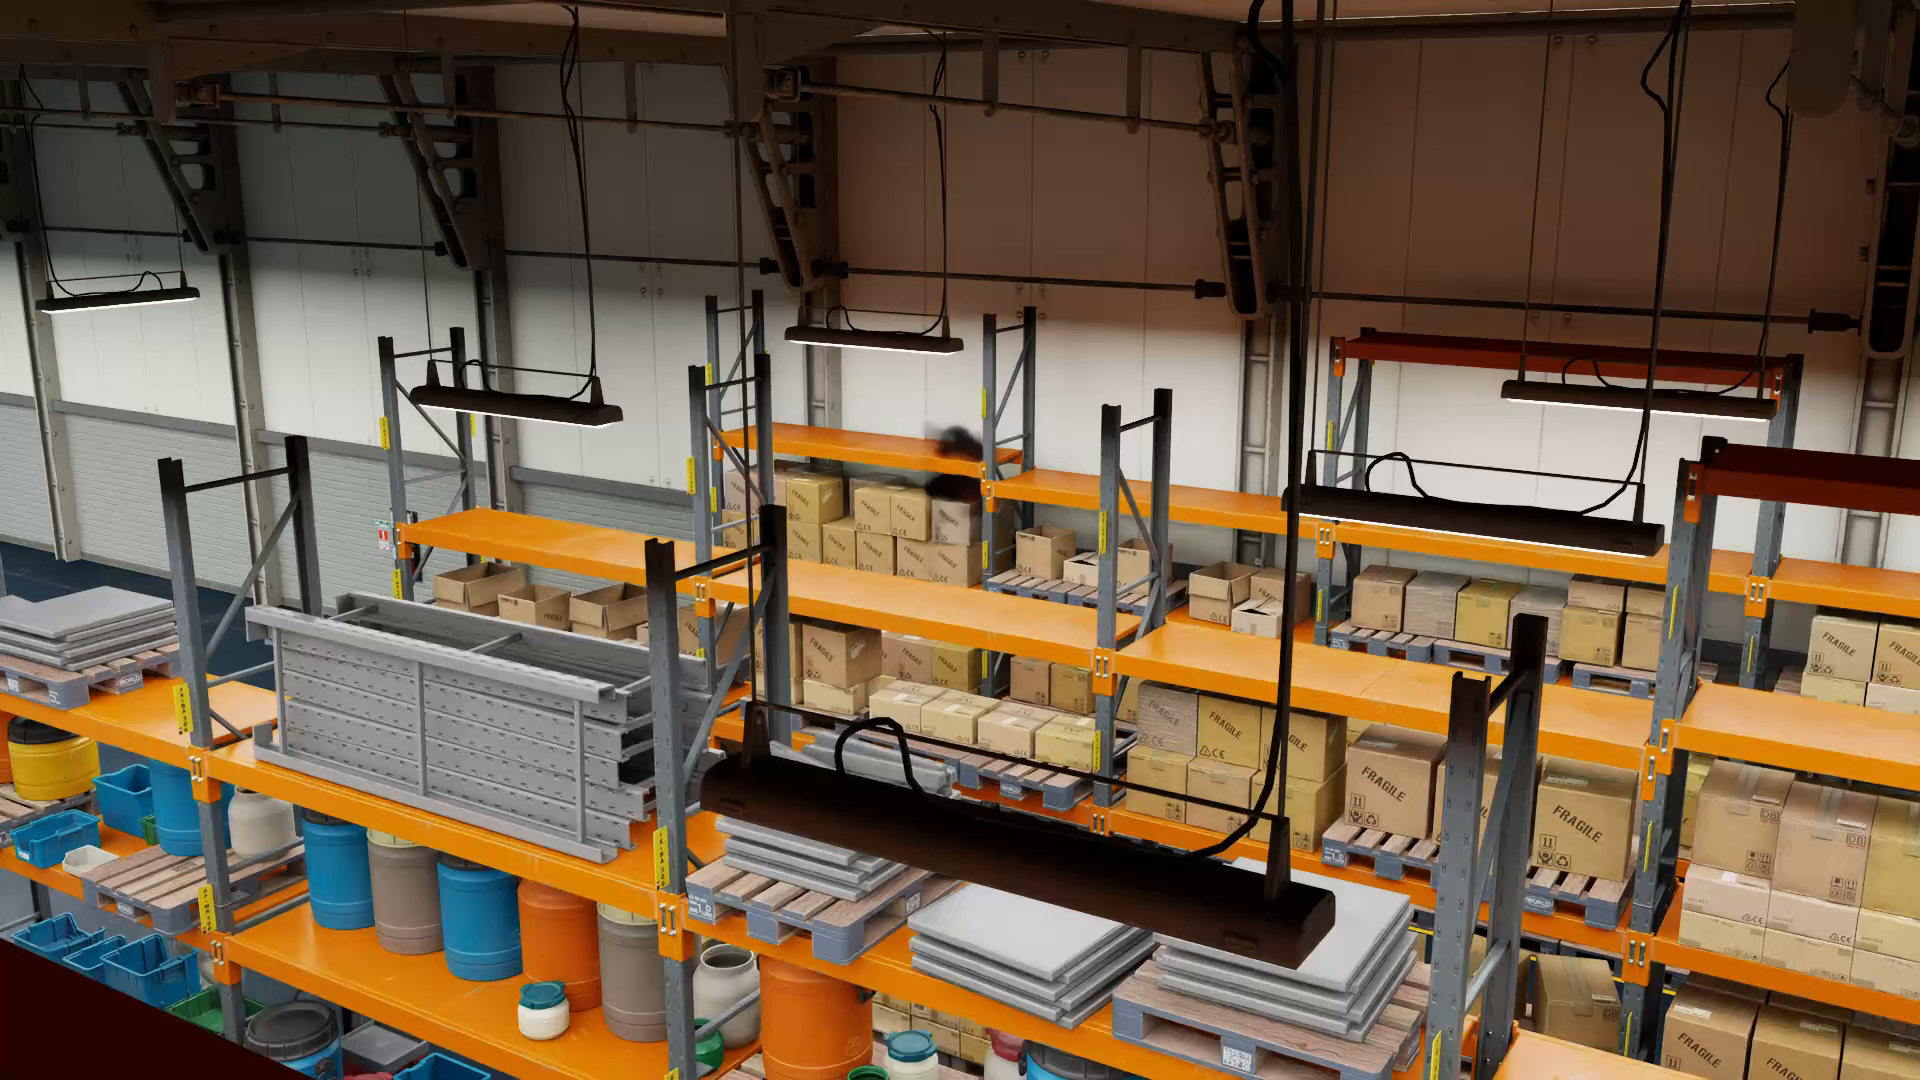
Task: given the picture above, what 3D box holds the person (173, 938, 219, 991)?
[{"bbox_3d":[-7.050,3.570,15.290,0.774,1.834,0.649,2,14,7],"label":"person"}]
